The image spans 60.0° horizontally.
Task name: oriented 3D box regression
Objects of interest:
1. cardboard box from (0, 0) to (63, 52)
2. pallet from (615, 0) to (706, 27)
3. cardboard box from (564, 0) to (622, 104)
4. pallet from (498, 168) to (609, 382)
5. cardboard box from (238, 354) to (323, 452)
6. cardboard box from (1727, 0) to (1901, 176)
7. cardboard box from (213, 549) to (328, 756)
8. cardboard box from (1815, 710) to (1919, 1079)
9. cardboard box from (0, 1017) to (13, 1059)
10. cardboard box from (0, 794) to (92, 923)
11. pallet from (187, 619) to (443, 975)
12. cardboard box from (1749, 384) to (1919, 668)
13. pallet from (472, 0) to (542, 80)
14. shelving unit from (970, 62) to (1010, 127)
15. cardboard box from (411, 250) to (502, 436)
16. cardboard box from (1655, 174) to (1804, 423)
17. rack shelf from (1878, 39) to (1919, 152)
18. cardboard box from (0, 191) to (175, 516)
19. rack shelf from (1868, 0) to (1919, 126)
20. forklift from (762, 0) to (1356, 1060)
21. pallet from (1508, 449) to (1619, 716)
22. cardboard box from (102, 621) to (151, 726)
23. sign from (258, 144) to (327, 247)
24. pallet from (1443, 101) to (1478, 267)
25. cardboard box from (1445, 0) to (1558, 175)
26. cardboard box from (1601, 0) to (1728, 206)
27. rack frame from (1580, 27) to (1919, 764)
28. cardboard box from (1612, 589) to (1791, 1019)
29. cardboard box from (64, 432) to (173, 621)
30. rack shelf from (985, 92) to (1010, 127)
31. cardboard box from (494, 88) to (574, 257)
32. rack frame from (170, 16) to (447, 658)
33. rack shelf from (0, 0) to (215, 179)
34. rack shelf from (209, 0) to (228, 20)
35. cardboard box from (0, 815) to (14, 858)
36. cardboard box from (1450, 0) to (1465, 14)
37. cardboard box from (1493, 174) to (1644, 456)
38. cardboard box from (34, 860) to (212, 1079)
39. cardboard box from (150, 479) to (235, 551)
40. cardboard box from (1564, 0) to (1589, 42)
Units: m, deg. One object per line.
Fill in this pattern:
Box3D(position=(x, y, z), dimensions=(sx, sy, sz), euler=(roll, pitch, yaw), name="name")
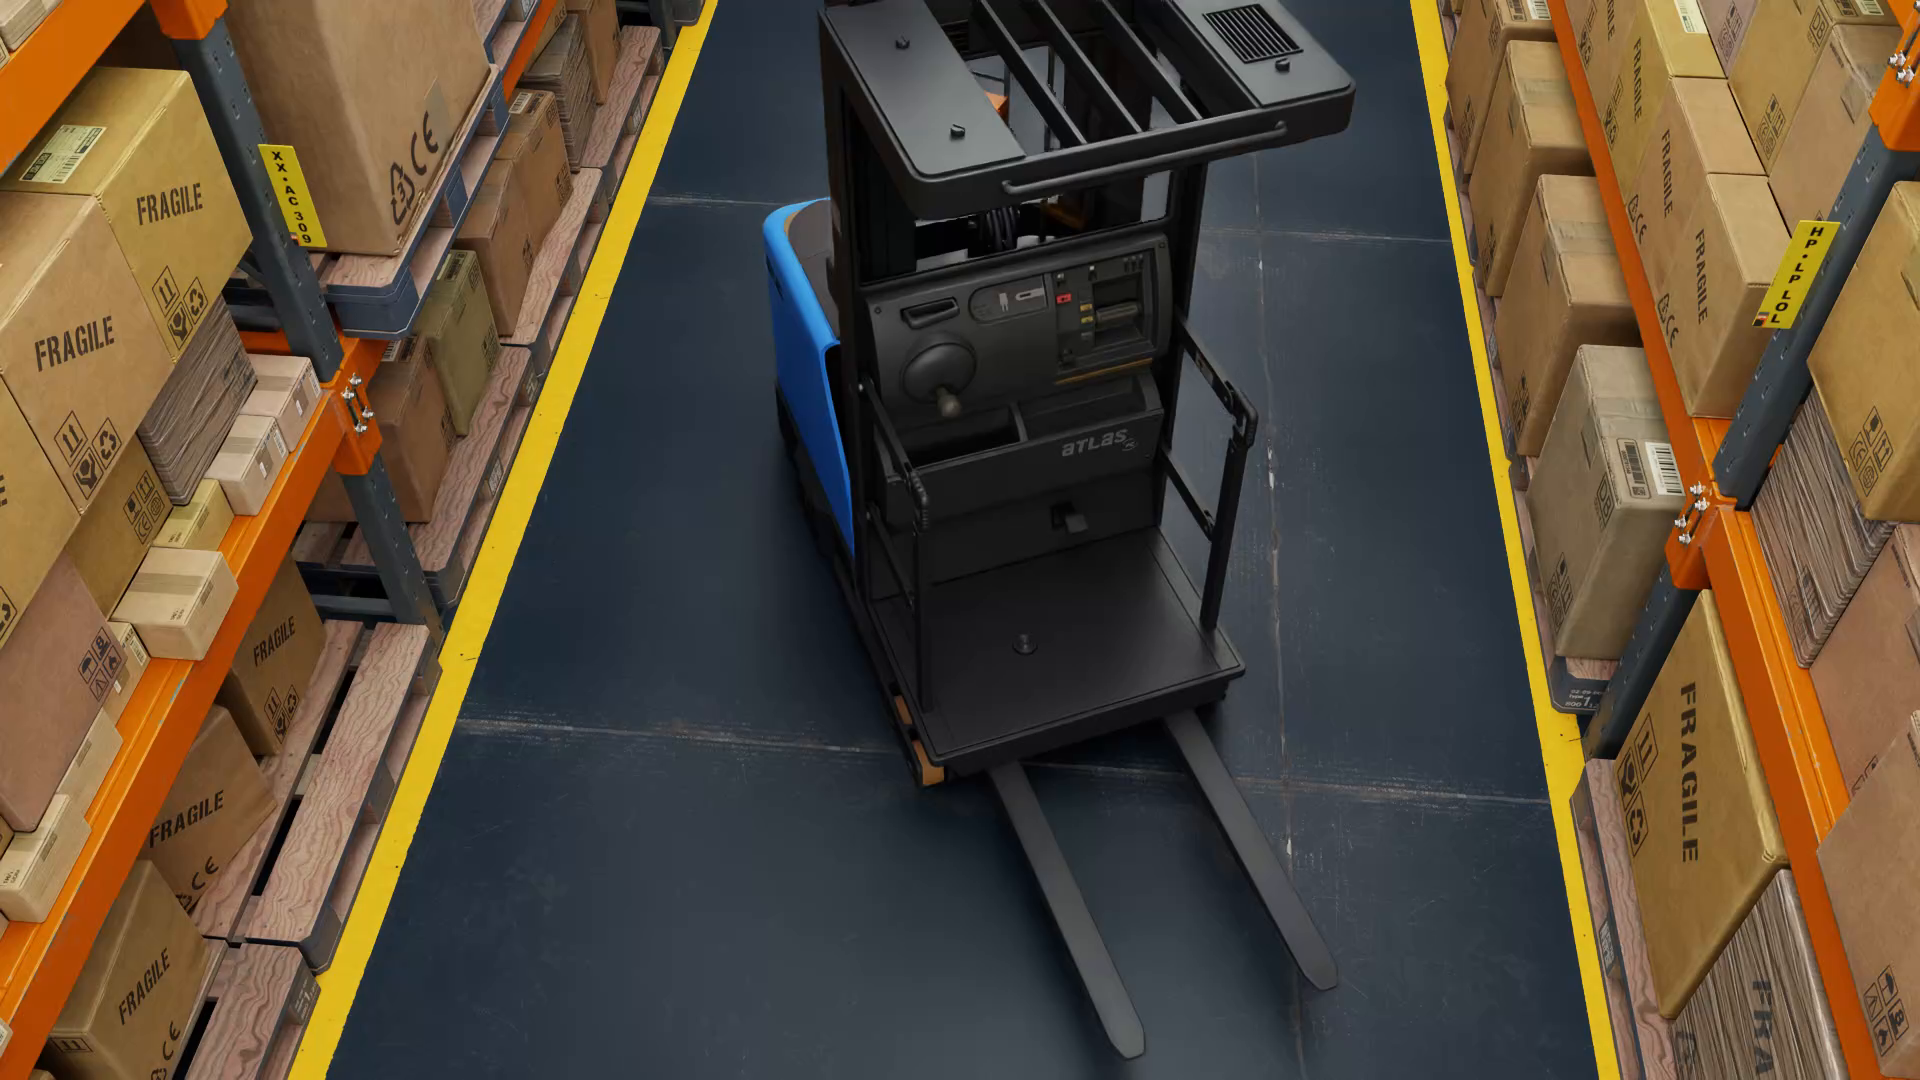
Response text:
Box3D(position=(-2.119, -1.271, 3.448), dimensions=(0.500, 0.250, 0.500), euler=(5, 48, 5), name="cardboard box")
Box3D(position=(-1.826, -3.234, 9.065), dimensions=(1.003, 0.211, 1.213), euler=(4, 48, 4), name="pallet")
Box3D(position=(-2.014, -2.412, 7.819), dimensions=(0.700, 0.500, 0.500), euler=(2, 48, 1), name="cardboard box")
Box3D(position=(-2.160, -1.192, 7.197), dimensions=(1.003, 0.211, 1.213), euler=(4, 48, 4), name="pallet")
Box3D(position=(-2.064, -0.399, 4.752), dimensions=(0.380, 0.149, 0.250), euler=(4, 48, 4), name="cardboard box")
Box3D(position=(2.677, -1.368, 4.723), dimensions=(0.700, 0.500, 0.500), euler=(3, 48, 3), name="cardboard box")
Box3D(position=(-2.414, 0.332, 5.323), dimensions=(0.500, 0.500, 0.500), euler=(3, 48, 2), name="cardboard box")
Box3D(position=(2.377, 0.762, 3.419), dimensions=(0.875, 0.550, 0.550), euler=(4, 48, 4), name="cardboard box")
Box3D(position=(-2.205, 1.073, 3.406), dimensions=(0.380, 0.149, 0.250), euler=(4, 48, 4), name="cardboard box")
Box3D(position=(-2.216, 0.702, 3.745), dimensions=(0.380, 0.149, 0.250), euler=(4, 48, 4), name="cardboard box")
Box3D(position=(-2.364, 0.775, 5.398), dimensions=(1.003, 0.211, 1.213), euler=(4, 48, 4), name="pallet")
Box3D(position=(2.571, -0.032, 4.145), dimensions=(0.875, 0.550, 0.550), euler=(4, 48, 4), name="cardboard box")
Box3D(position=(-2.113, -2.079, 6.249), dimensions=(1.003, 0.211, 1.213), euler=(4, 48, 4), name="pallet")
Box3D(position=(-0.028, -1.272, 6.601), dimensions=(0.258, 1.200, 0.503), euler=(19, 50, 17), name="shelving unit")
Box3D(position=(-2.198, -0.765, 6.313), dimensions=(0.700, 0.500, 0.500), euler=(4, 48, 3), name="cardboard box")
Box3D(position=(2.374, -0.689, 4.780), dimensions=(0.500, 0.500, 0.500), euler=(4, 48, 3), name="cardboard box")
Box3D(position=(2.410, 0.446, 2.264), dimensions=(1.077, 0.370, 4.000), euler=(4, 48, 4), name="rack shelf")
Box3D(position=(-2.149, -0.417, 3.651), dimensions=(0.500, 0.500, 0.500), euler=(4, 48, 4), name="cardboard box")
Box3D(position=(2.775, -2.493, 4.952), dimensions=(1.077, 0.370, 4.000), euler=(4, 48, 4), name="rack shelf")
Box3D(position=(0.264, -0.527, 4.745), dimensions=(1.130, 2.935, 3.031), euler=(-15, 49, -13), name="forklift")
Box3D(position=(2.588, 0.115, 6.002), dimensions=(1.003, 0.211, 1.213), euler=(4, 48, 4), name="pallet")
Box3D(position=(-2.245, 0.330, 4.086), dimensions=(0.380, 0.149, 0.250), euler=(4, 48, 4), name="cardboard box")
Box3D(position=(-1.797, -0.923, 4.475), dimensions=(0.100, 0.325, 0.005), euler=(4, 48, 4), name="sign")
Box3D(position=(2.810, -1.678, 7.641), dimensions=(1.003, 0.211, 1.213), euler=(4, 48, 4), name="pallet")
Box3D(position=(2.812, -2.134, 7.409), dimensions=(1.050, 0.750, 0.750), euler=(3, 48, 3), name="cardboard box")
Box3D(position=(2.466, -1.432, 5.459), dimensions=(0.500, 0.500, 0.500), euler=(4, 48, 4), name="cardboard box")
Box3D(position=(2.593, -0.254, 4.449), dimensions=(1.000, 3.000, 0.127), euler=(4, 48, 4), name="rack frame")
Box3D(position=(2.465, 0.779, 4.660), dimensions=(0.875, 0.875, 0.875), euler=(5, 48, 4), name="cardboard box")
Box3D(position=(-2.521, -0.104, 4.043), dimensions=(0.875, 0.500, 0.500), euler=(4, 48, 4), name="cardboard box")
Box3D(position=(-0.028, -1.538, 6.311), dimensions=(0.258, 0.148, 0.480), euler=(19, 50, 17), name="rack shelf")
Box3D(position=(-2.097, -1.587, 7.064), dimensions=(0.700, 0.500, 0.500), euler=(7, 48, 7), name="cardboard box")
Box3D(position=(-2.338, -0.662, 4.822), dimensions=(1.000, 3.000, 0.127), euler=(4, 48, 4), name="rack frame")
Box3D(position=(-2.520, 0.038, 2.637), dimensions=(1.077, 0.370, 4.000), euler=(4, 48, 4), name="rack shelf")
Box3D(position=(-2.155, -2.901, 5.325), dimensions=(1.077, 0.370, 4.000), euler=(4, 48, 4), name="rack shelf")
Box3D(position=(-2.553, 0.635, 3.367), dimensions=(0.875, 0.500, 0.500), euler=(4, 48, 4), name="cardboard box")
Box3D(position=(2.757, -2.992, 8.364), dimensions=(0.500, 0.500, 0.500), euler=(4, 48, 3), name="cardboard box")
Box3D(position=(2.651, -0.807, 6.195), dimensions=(1.050, 0.750, 0.750), euler=(4, 48, 4), name="cardboard box")
Box3D(position=(-2.437, 1.214, 4.516), dimensions=(0.500, 0.500, 0.500), euler=(0, 48, 0), name="cardboard box")
Box3D(position=(-2.179, -0.036, 4.421), dimensions=(0.380, 0.149, 0.250), euler=(4, 48, 4), name="cardboard box")
Box3D(position=(2.557, -2.171, 6.135), dimensions=(0.500, 0.500, 0.500), euler=(4, 48, 3), name="cardboard box")
